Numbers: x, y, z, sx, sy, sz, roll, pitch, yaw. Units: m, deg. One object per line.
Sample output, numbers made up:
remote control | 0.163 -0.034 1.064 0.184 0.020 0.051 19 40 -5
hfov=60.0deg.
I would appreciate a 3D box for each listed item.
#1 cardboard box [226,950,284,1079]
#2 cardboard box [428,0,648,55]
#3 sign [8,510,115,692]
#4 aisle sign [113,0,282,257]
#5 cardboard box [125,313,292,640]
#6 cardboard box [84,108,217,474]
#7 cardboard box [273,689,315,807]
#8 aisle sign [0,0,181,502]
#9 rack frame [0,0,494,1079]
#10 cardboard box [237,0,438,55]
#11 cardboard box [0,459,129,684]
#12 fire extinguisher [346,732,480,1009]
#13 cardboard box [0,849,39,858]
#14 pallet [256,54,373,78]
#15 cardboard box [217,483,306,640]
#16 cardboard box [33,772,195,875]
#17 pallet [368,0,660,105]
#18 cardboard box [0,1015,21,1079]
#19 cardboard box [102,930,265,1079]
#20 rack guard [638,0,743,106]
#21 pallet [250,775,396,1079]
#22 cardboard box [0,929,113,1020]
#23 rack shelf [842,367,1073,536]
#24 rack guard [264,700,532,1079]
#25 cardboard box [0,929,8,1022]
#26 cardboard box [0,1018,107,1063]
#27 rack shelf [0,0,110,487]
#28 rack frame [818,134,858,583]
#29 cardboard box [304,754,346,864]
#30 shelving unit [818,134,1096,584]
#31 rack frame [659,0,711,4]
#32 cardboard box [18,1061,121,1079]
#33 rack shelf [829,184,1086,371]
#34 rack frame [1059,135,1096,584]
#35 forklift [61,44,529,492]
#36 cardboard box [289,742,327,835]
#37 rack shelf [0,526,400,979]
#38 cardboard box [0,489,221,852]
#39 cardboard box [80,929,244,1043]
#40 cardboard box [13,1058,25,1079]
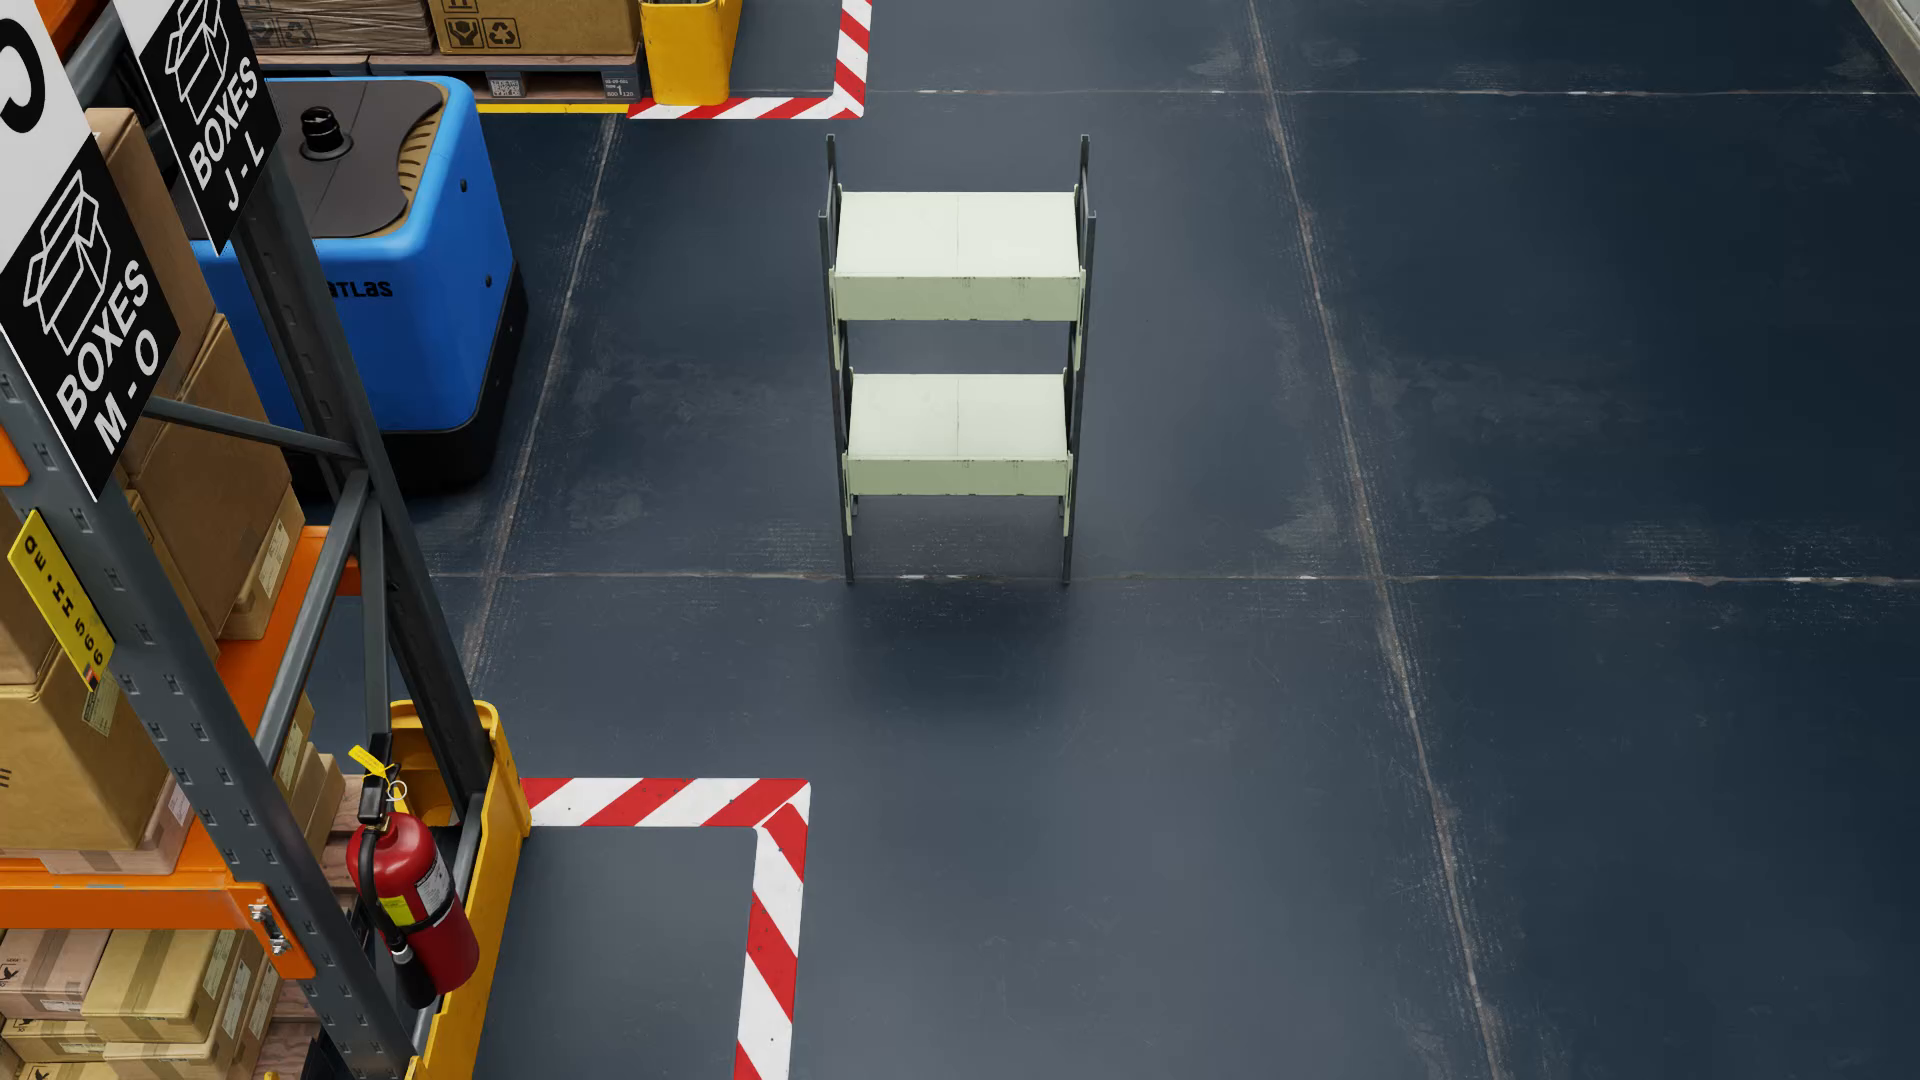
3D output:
cardboard box | -1.906 1.175 4.268 0.250 0.149 0.380 1 47 1
cardboard box | -1.899 -2.797 7.469 0.875 0.875 0.875 0 47 0
sign | -1.401 0.100 2.601 0.005 0.325 0.100 0 47 0
aisle sign | -1.305 -0.909 2.771 0.004 0.787 0.394 0 47 0
cardboard box | -1.827 -0.143 3.562 0.500 0.500 0.500 2 47 2
cardboard box | -1.827 -0.476 3.189 0.500 0.500 0.500 0 47 0
cardboard box | -1.901 0.571 4.423 0.250 0.149 0.380 -2 47 -2
aisle sign | -1.307 -0.470 2.362 0.004 0.787 0.394 0 47 0
rack frame | -1.379 0.196 3.519 0.127 3.000 1.000 0 47 0
cardboard box | -2.809 -2.799 7.471 0.875 0.875 0.875 0 47 0
cardboard box | -1.837 -0.100 2.839 0.500 0.500 0.500 -1 47 -1
fire extinguisher | -1.129 0.688 3.368 0.183 0.674 0.296 0 47 0
cardboard box | -1.954 0.459 3.445 0.250 0.149 0.380 0 47 0
pallet | -3.276 -2.435 7.872 1.213 0.211 1.003 0 47 0
cardboard box | -1.701 0.041 3.835 0.250 0.149 0.380 0 47 0
cardboard box | -1.706 0.487 3.419 0.250 0.149 0.380 0 47 0
pallet | -2.059 -2.429 7.867 1.213 0.211 1.003 0 47 0
cardboard box | -2.427 1.130 4.107 0.250 0.149 0.380 -2 47 -1
cardboard box | -1.908 1.130 4.106 0.250 0.149 0.380 -1 47 -1
rack guard | -1.235 -2.583 7.813 0.348 0.500 1.175 0 47 0
pallet | -2.267 1.117 4.566 1.213 0.211 1.003 0 47 0
cardboard box | -2.160 0.963 4.059 0.250 0.149 0.380 1 47 1
rack shelf | -0.007 -0.289 5.440 0.720 0.370 0.431 0 47 0
rack guard | -1.455 1.047 4.434 0.348 0.500 1.175 0 47 0
cardboard box | -2.420 1.055 3.973 0.250 0.149 0.380 -1 47 -1
cardboard box | -2.169 1.090 4.144 0.250 0.149 0.380 -1 47 -1
rack shelf | -3.379 -0.587 2.689 4.000 0.370 1.077 0 47 0
rack frame | -0.373 -0.512 5.202 0.023 1.500 0.400 0 47 0
cardboard box | -1.901 0.788 4.628 0.250 0.149 0.380 1 47 1
shelving unit | -0.007 -0.511 5.201 0.755 1.500 0.431 0 47 0
rack frame | -1.259 -3.435 6.898 0.127 3.000 1.000 0 47 0
cardboard box | -2.163 1.249 4.199 0.250 0.149 0.380 1 47 1
rack shelf | -0.007 -0.777 4.915 0.720 0.370 0.431 0 47 0
rack frame | 0.359 -0.510 5.200 0.023 1.500 0.400 0 47 0
forklift | -3.187 -1.513 5.156 3.031 2.935 1.130 -1 47 -1
cardboard box | -1.902 0.733 4.476 0.250 0.149 0.380 2 47 2
rack shelf | -3.379 0.435 3.787 4.000 0.370 1.077 0 47 0
cardboard box | -1.829 0.247 3.199 0.500 0.500 0.500 1 47 1
cardboard box | -1.909 1.005 4.019 0.250 0.149 0.380 1 47 1
cardboard box | -2.427 1.185 4.259 0.250 0.149 0.380 0 47 0
